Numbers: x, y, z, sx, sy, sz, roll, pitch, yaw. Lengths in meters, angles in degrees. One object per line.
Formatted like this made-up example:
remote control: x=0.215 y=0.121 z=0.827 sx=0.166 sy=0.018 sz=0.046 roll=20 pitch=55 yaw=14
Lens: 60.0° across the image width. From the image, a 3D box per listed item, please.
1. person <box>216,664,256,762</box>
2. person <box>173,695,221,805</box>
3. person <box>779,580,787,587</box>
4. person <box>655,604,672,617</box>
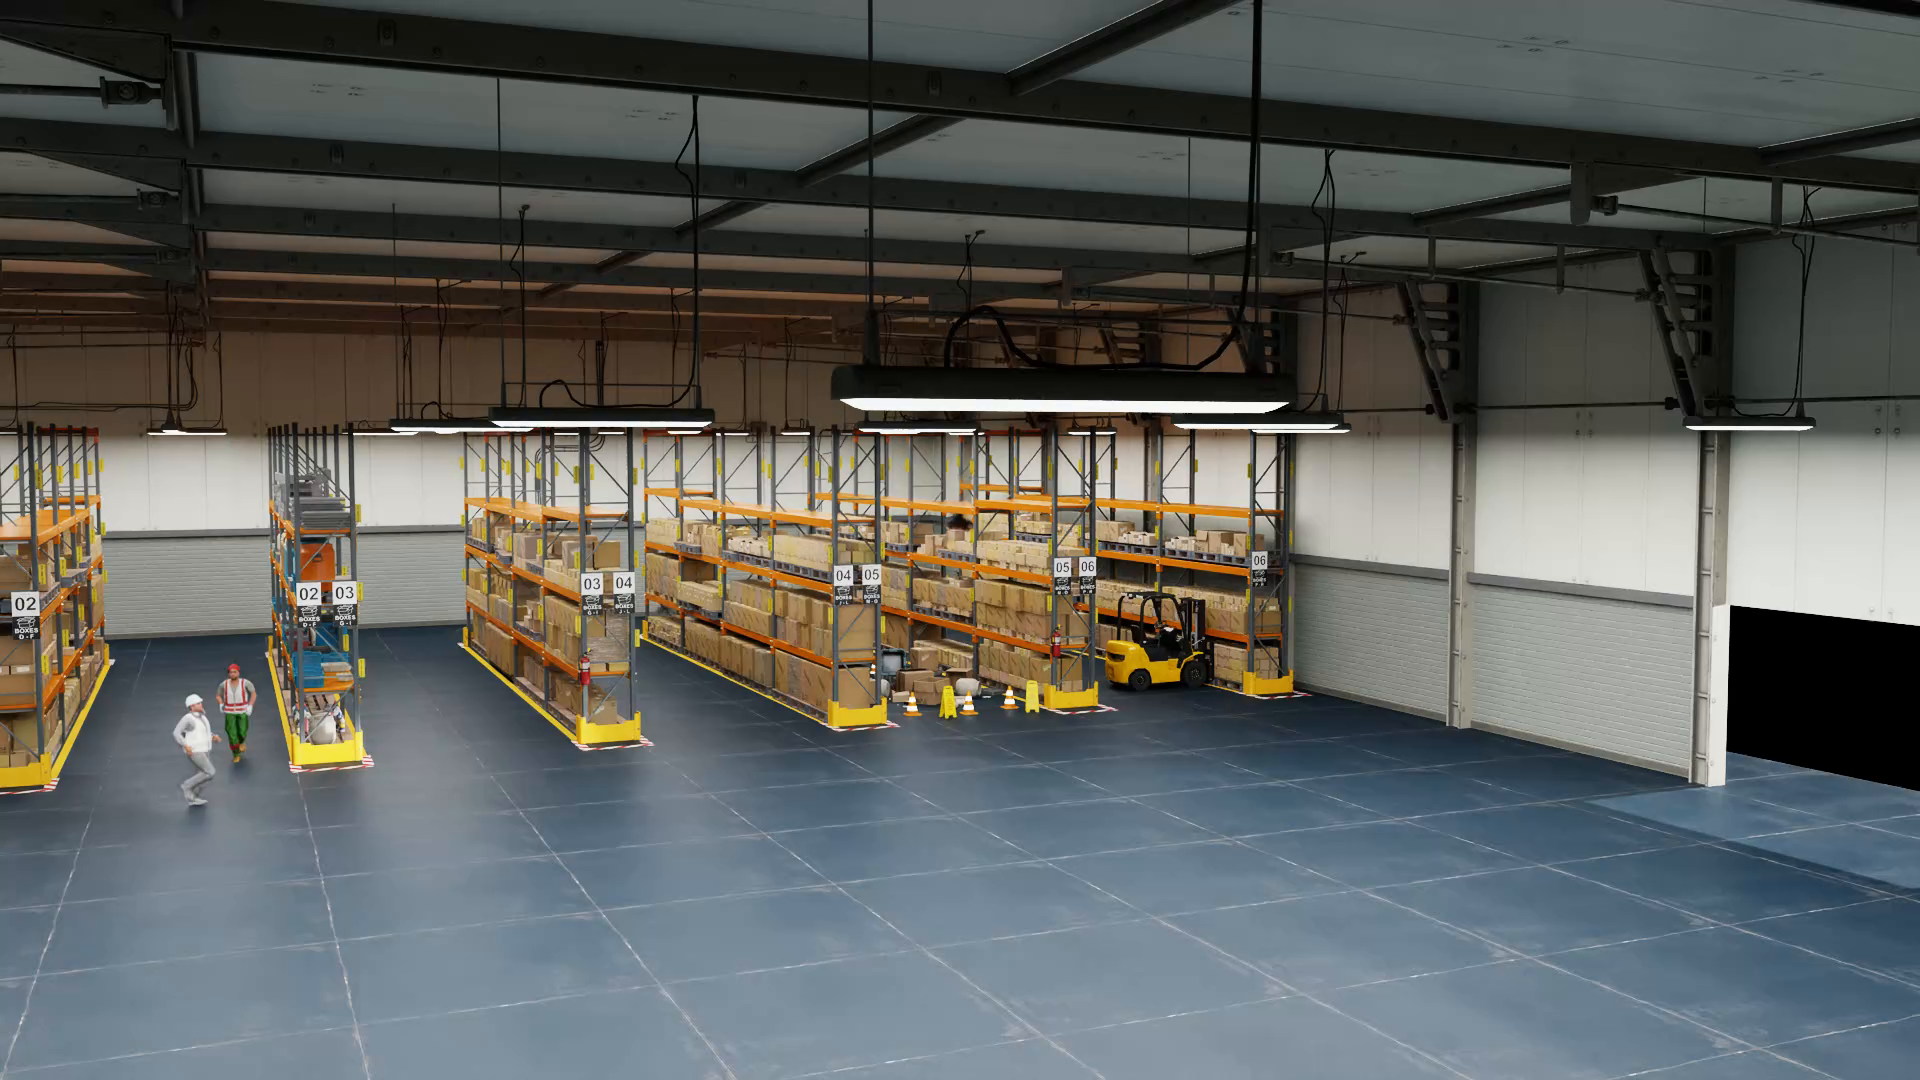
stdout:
person: x=-12.824 y=3.057 z=29.459 sx=0.664 sy=1.739 sz=0.622 roll=-1 pitch=4 yaw=-18
person: x=-11.826 y=3.276 z=25.908 sx=0.578 sy=1.734 sz=0.656 roll=0 pitch=3 yaw=3
person: x=-5.511 y=1.804 z=50.889 sx=0.555 sy=1.626 sz=0.562 roll=-1 pitch=4 yaw=-15
person: x=-8.833 y=1.871 z=49.332 sx=0.855 sy=1.675 sz=0.617 roll=1 pitch=4 yaw=22
